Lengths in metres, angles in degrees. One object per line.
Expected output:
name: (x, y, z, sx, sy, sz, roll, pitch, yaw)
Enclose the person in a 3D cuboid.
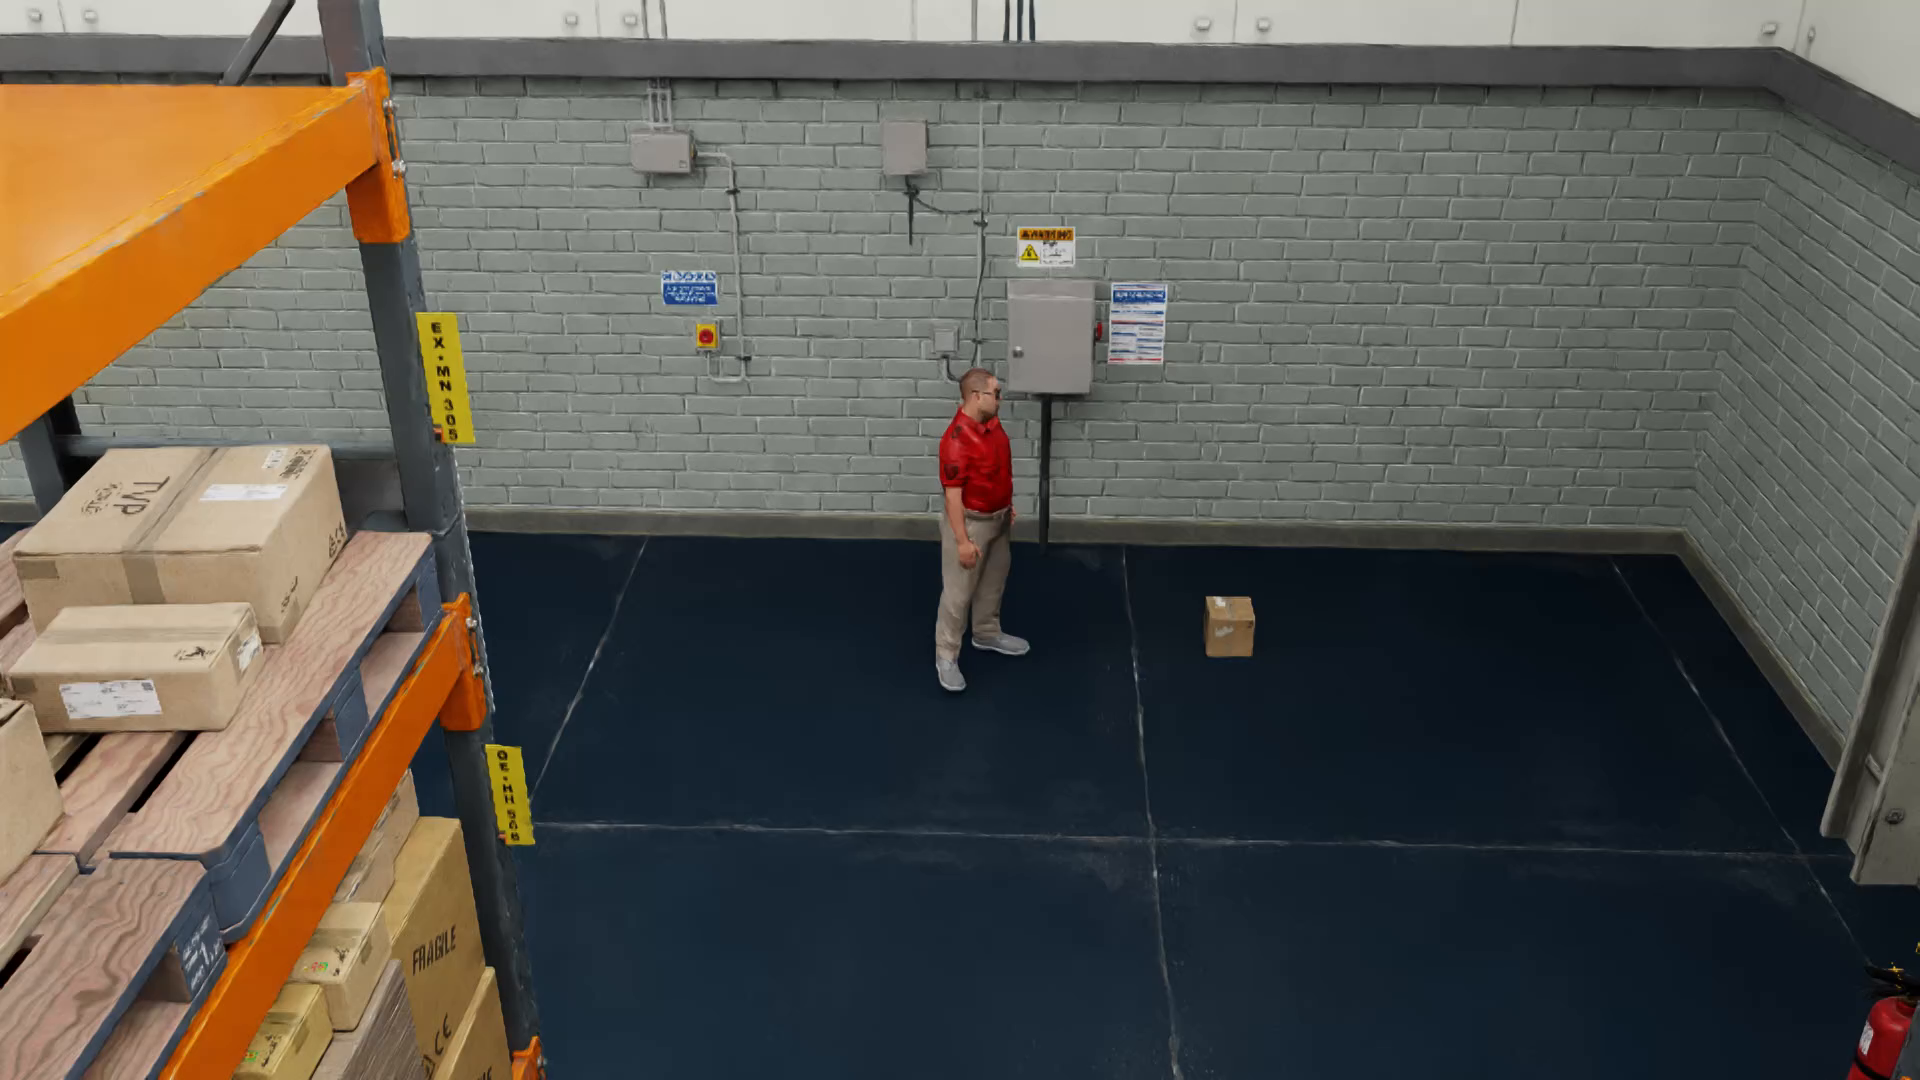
person: (0.100, -0.089, 8.754, 0.396, 1.733, 0.656, 14, 31, 25)
